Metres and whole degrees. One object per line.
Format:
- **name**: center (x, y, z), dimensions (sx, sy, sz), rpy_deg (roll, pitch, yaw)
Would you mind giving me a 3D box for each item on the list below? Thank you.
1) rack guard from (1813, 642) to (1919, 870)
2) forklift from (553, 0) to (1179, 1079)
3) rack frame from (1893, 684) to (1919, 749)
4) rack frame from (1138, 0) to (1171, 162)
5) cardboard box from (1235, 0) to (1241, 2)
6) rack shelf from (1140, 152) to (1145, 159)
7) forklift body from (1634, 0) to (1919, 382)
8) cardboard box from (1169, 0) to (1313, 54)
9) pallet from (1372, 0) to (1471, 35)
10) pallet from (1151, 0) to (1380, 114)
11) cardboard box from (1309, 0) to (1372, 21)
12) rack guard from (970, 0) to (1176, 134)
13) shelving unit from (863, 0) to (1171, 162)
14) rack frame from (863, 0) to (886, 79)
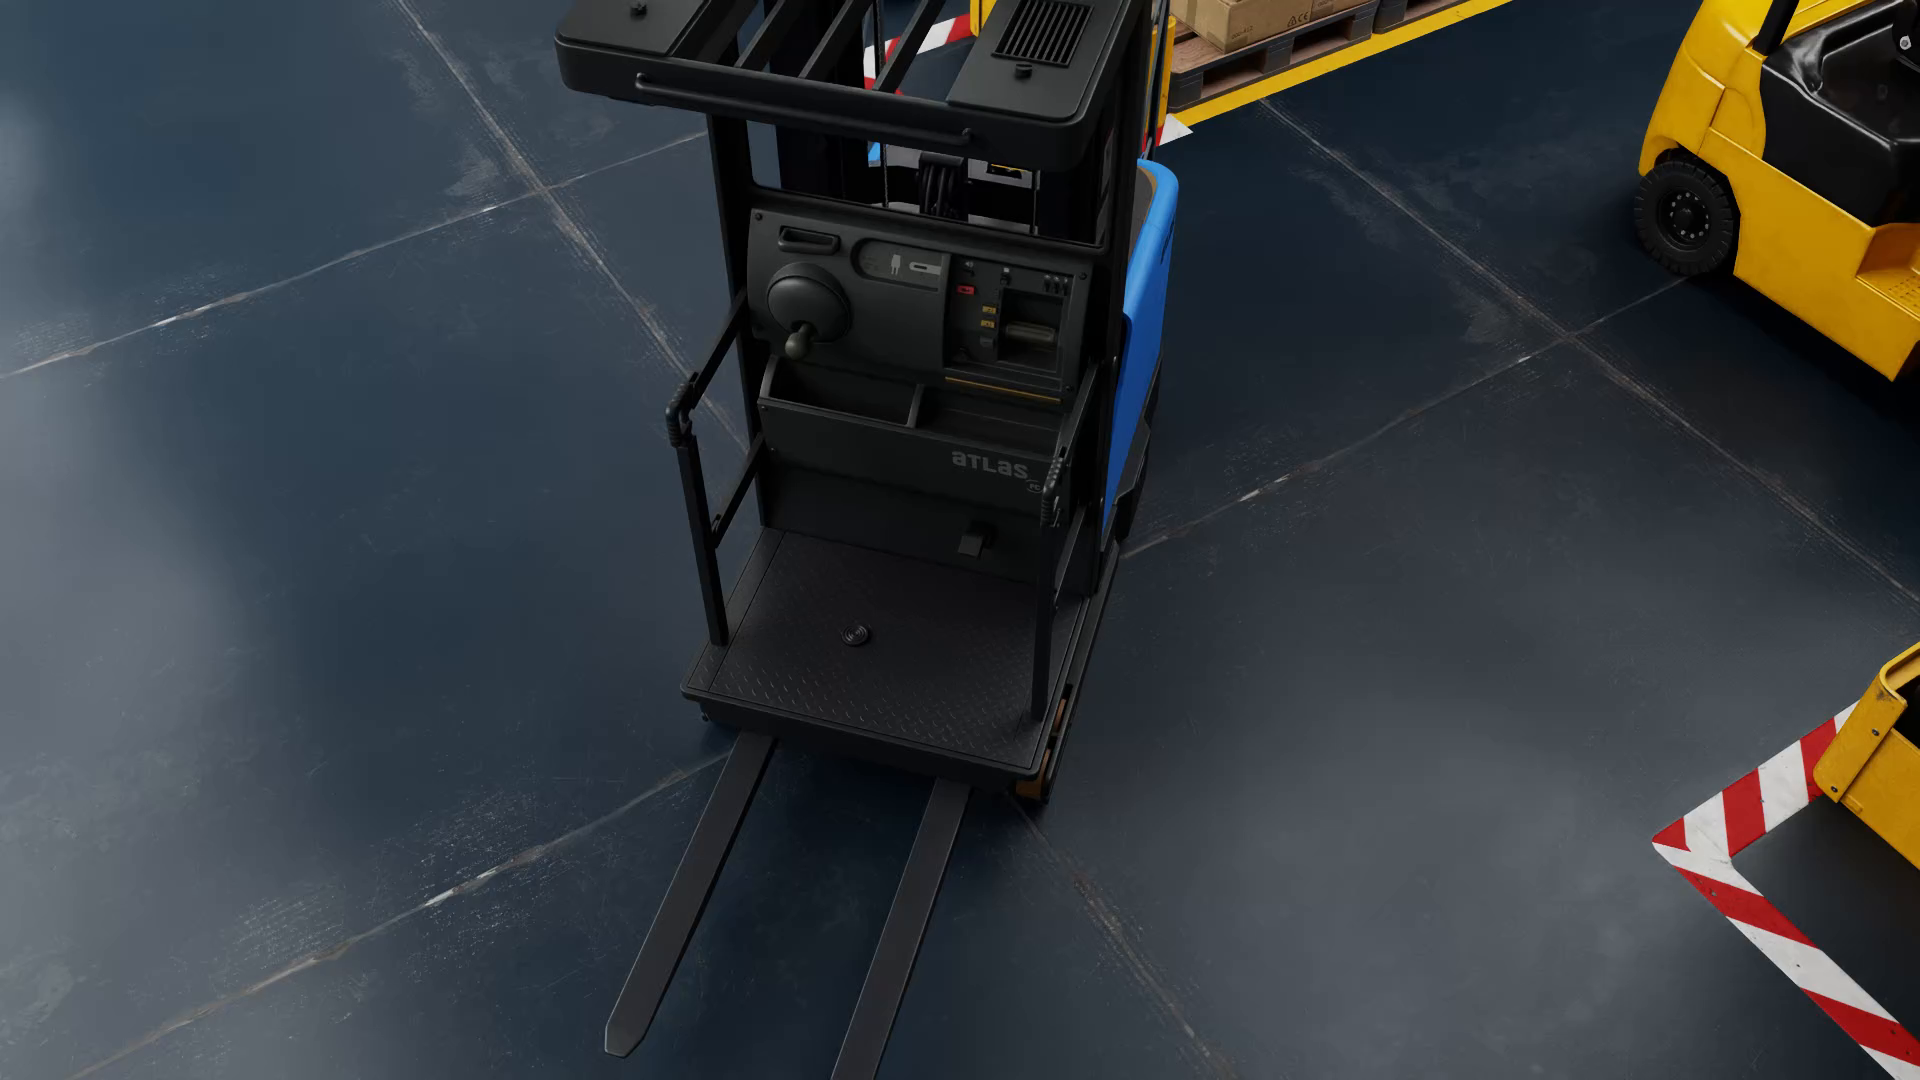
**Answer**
- **rack guard**: center (3.049, 0.853, 4.656), dimensions (0.348, 0.500, 1.175), rpy_deg (-25, 53, -21)
- **forklift**: center (-0.174, -0.525, 4.255), dimensions (1.130, 2.935, 3.031), rpy_deg (12, 49, 11)
- **rack frame**: center (3.070, 0.012, 3.731), dimensions (0.127, 3.000, 1.000), rpy_deg (-25, 53, -21)
- **rack frame**: center (0.643, -1.301, 5.902), dimensions (0.032, 1.500, 0.500), rpy_deg (10, 49, 9)
- **cardboard box**: center (1.267, -2.753, 7.251), dimensions (0.500, 0.500, 0.500), rpy_deg (-27, 54, -22)
- **rack shelf**: center (0.149, -1.271, 6.116), dimensions (1.000, 0.185, 0.538), rpy_deg (10, 49, 9)
- **forklift body**: center (3.700, -1.614, 5.747), dimensions (1.214, 2.155, 2.313), rpy_deg (-25, 53, -21)
- **cardboard box**: center (1.248, -2.494, 7.522), dimensions (0.500, 0.250, 0.500), rpy_deg (-26, 53, -21)
- **pallet**: center (2.219, -3.009, 8.289), dimensions (1.213, 0.211, 1.003), rpy_deg (-25, 53, -21)
- **pallet**: center (1.188, -2.526, 7.858), dimensions (1.213, 0.211, 1.003), rpy_deg (-25, 53, -21)
- **cardboard box**: center (1.683, -2.692, 7.699), dimensions (0.500, 0.250, 0.500), rpy_deg (-23, 52, -20)
- **rack guard**: center (0.482, -2.321, 7.482), dimensions (0.348, 0.500, 1.175), rpy_deg (-25, 53, -21)
- **shelving unit**: center (0.149, -1.392, 5.983), dimensions (1.048, 1.500, 0.538), rpy_deg (10, 49, 9)
- **rack frame**: center (-0.345, -1.482, 6.063), dimensions (0.032, 1.500, 0.500), rpy_deg (10, 49, 9)
